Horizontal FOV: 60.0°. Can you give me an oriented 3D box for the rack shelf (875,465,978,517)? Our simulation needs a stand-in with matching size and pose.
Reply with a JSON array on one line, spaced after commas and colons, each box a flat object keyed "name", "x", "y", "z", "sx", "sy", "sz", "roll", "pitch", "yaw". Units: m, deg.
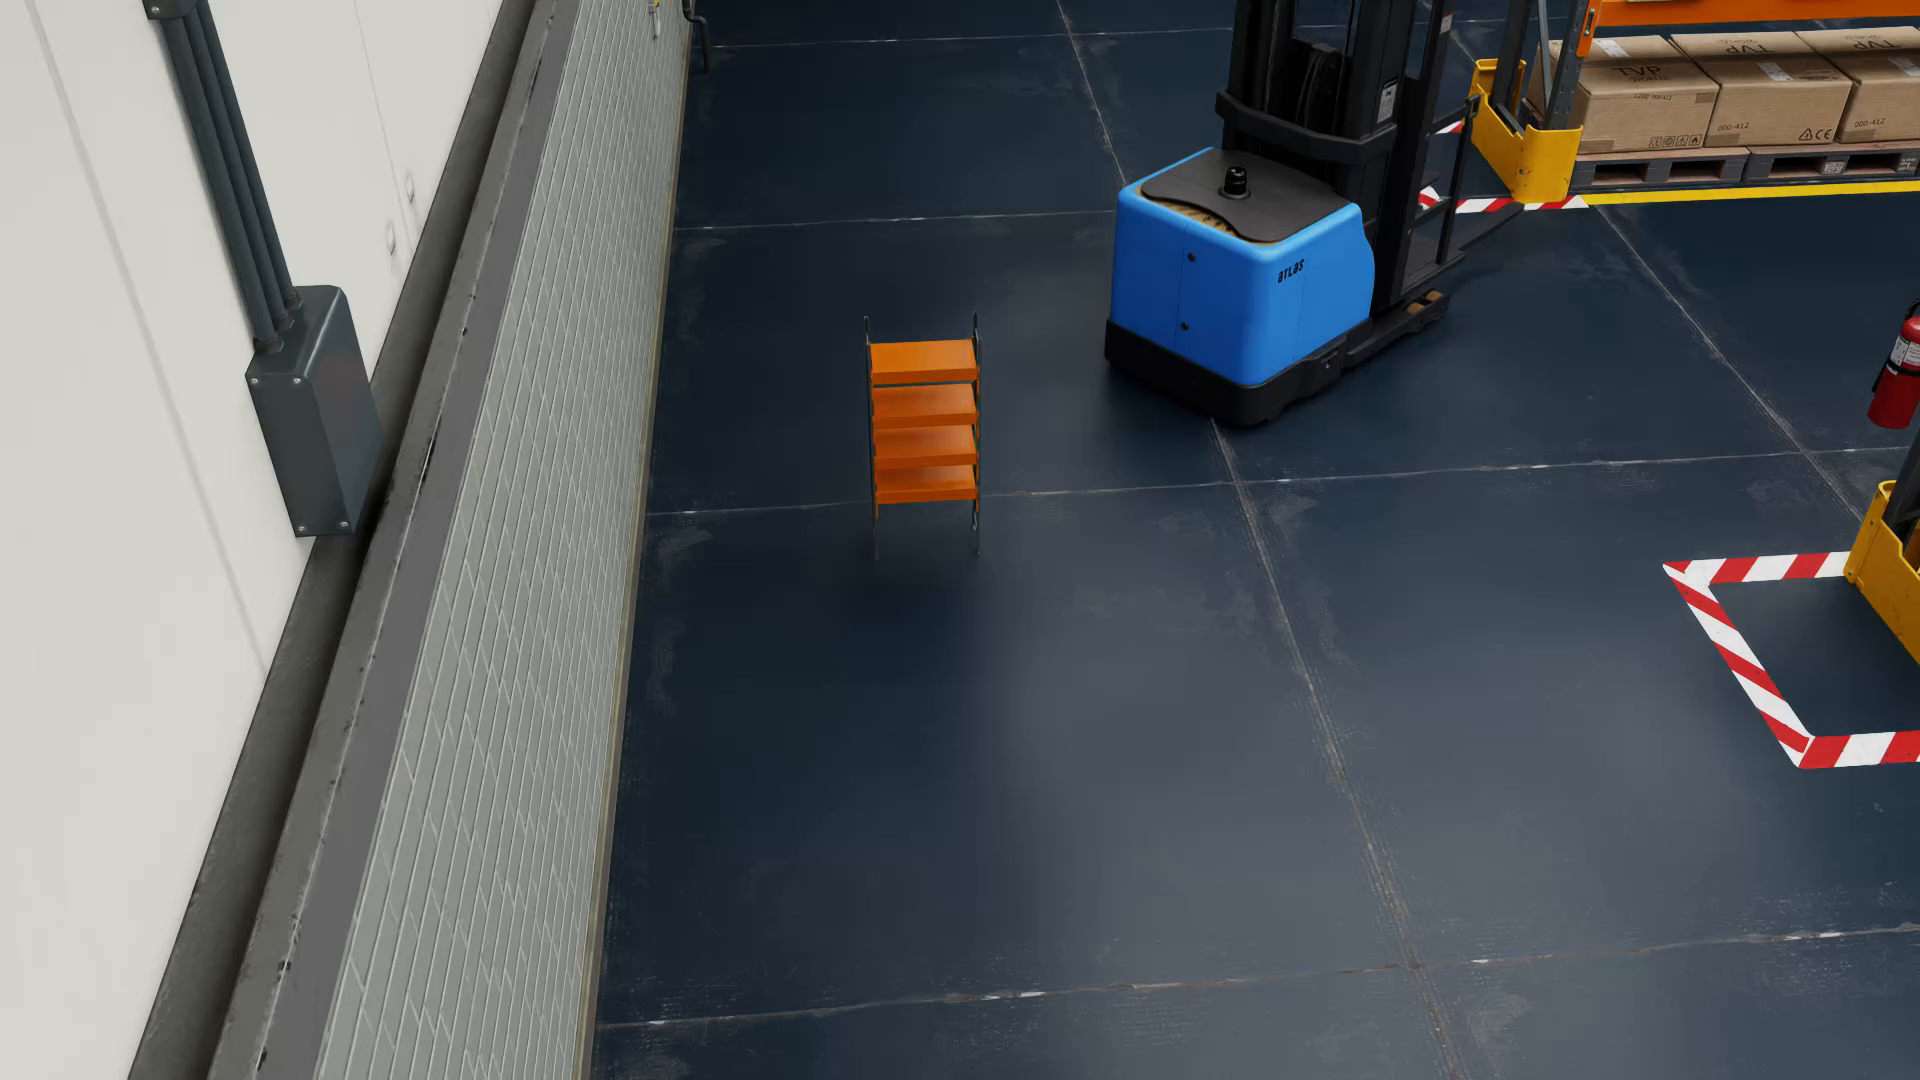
[{"name": "rack shelf", "x": -0.165, "y": -0.253, "z": 7.853, "sx": 0.480, "sy": 0.148, "sz": 0.258, "roll": -3, "pitch": 38, "yaw": -4}]

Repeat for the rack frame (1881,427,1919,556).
[{"name": "rack frame", "x": 4.322, "y": -0.695, "z": 6.531, "sx": 0.127, "sy": 3.000, "sz": 1.000, "roll": -3, "pitch": 38, "yaw": -4}]

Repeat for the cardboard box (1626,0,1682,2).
[{"name": "cardboard box", "x": 4.286, "y": -3.632, "z": 10.173, "sx": 0.500, "sy": 0.500, "sz": 0.500, "roll": -3, "pitch": 38, "yaw": -4}]

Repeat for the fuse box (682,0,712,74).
[{"name": "fuse box", "x": -1.873, "y": -4.218, "z": 12.037, "sx": 0.414, "sy": 1.711, "sz": 0.539, "roll": -3, "pitch": 38, "yaw": -4}]

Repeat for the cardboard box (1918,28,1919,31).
[{"name": "cardboard box", "x": 7.132, "y": -3.154, "z": 11.377, "sx": 0.875, "sy": 0.438, "sz": 0.875, "roll": -4, "pitch": 38, "yaw": -5}]

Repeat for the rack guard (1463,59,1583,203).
[{"name": "rack guard", "x": 3.759, "y": -2.761, "z": 11.168, "sx": 0.348, "sy": 0.500, "sz": 1.175, "roll": -3, "pitch": 38, "yaw": -4}]

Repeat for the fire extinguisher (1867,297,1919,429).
[{"name": "fire extinguisher", "x": 4.030, "y": -0.789, "z": 7.014, "sx": 0.183, "sy": 0.674, "sz": 0.296, "roll": -3, "pitch": 38, "yaw": -4}]

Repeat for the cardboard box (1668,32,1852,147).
[{"name": "cardboard box", "x": 5.342, "y": -3.056, "z": 11.253, "sx": 0.875, "sy": 0.438, "sz": 0.875, "roll": -2, "pitch": 38, "yaw": -3}]

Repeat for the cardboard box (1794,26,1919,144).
[{"name": "cardboard box", "x": 6.240, "y": -3.104, "z": 11.314, "sx": 0.875, "sy": 0.438, "sz": 0.875, "roll": -4, "pitch": 38, "yaw": -5}]

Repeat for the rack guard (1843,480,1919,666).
[{"name": "rack guard", "x": 4.397, "y": 0.282, "z": 7.311, "sx": 0.348, "sy": 0.500, "sz": 1.175, "roll": -3, "pitch": 38, "yaw": -4}]

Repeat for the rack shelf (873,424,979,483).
[{"name": "rack shelf", "x": -0.165, "y": -0.409, "z": 7.731, "sx": 0.480, "sy": 0.148, "sz": 0.258, "roll": -3, "pitch": 38, "yaw": -4}]

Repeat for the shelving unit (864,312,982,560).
[{"name": "shelving unit", "x": -0.165, "y": -0.462, "z": 7.689, "sx": 0.503, "sy": 1.200, "sz": 0.258, "roll": -3, "pitch": 38, "yaw": -4}]

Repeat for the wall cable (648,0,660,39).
[{"name": "wall cable", "x": -1.832, "y": -3.831, "z": 9.660, "sx": 0.123, "sy": 1.953, "sz": 0.585, "roll": -3, "pitch": 38, "yaw": -4}]

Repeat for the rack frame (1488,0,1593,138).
[{"name": "rack frame", "x": 3.782, "y": -3.744, "z": 10.395, "sx": 0.127, "sy": 3.000, "sz": 1.000, "roll": -3, "pitch": 38, "yaw": -4}]

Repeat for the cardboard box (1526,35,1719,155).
[{"name": "cardboard box", "x": 4.431, "y": -3.001, "z": 11.183, "sx": 0.875, "sy": 0.438, "sz": 0.875, "roll": -4, "pitch": 38, "yaw": -6}]

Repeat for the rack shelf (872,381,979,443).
[{"name": "rack shelf", "x": -0.165, "y": -0.585, "z": 7.592, "sx": 0.480, "sy": 0.148, "sz": 0.258, "roll": -3, "pitch": 38, "yaw": -4}]

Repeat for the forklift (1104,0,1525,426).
[{"name": "forklift", "x": 2.208, "y": -2.554, "z": 8.943, "sx": 3.031, "sy": 2.935, "sz": 1.130, "roll": -31, "pitch": 48, "yaw": -33}]

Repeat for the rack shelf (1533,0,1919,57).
[{"name": "rack shelf", "x": 5.775, "y": -3.571, "z": 10.757, "sx": 4.000, "sy": 0.370, "sz": 1.077, "roll": -3, "pitch": 38, "yaw": -4}]

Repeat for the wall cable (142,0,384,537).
[{"name": "wall cable", "x": -1.277, "y": -3.064, "z": 2.093, "sx": 0.120, "sy": 5.999, "sz": 2.277, "roll": -3, "pitch": 38, "yaw": -4}]

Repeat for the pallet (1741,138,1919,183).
[{"name": "pallet", "x": 5.784, "y": -2.806, "z": 11.458, "sx": 1.213, "sy": 0.211, "sz": 1.003, "roll": -3, "pitch": 38, "yaw": -4}]

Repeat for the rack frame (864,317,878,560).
[{"name": "rack frame", "x": -0.408, "y": -0.449, "z": 7.672, "sx": 0.015, "sy": 1.200, "sz": 0.240, "roll": -3, "pitch": 38, "yaw": -4}]

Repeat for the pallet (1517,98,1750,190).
[{"name": "pallet", "x": 4.572, "y": -2.741, "z": 11.376, "sx": 1.213, "sy": 0.211, "sz": 1.003, "roll": -3, "pitch": 38, "yaw": -4}]

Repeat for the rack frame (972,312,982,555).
[{"name": "rack frame", "x": 0.078, "y": -0.475, "z": 7.706, "sx": 0.015, "sy": 1.200, "sz": 0.240, "roll": -3, "pitch": 38, "yaw": -4}]

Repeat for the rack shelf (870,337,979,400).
[{"name": "rack shelf", "x": -0.165, "y": -0.770, "z": 7.445, "sx": 0.480, "sy": 0.148, "sz": 0.258, "roll": -3, "pitch": 38, "yaw": -4}]

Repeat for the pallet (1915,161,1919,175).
[{"name": "pallet", "x": 7.002, "y": -2.875, "z": 11.545, "sx": 1.213, "sy": 0.211, "sz": 1.003, "roll": -3, "pitch": 38, "yaw": -4}]
